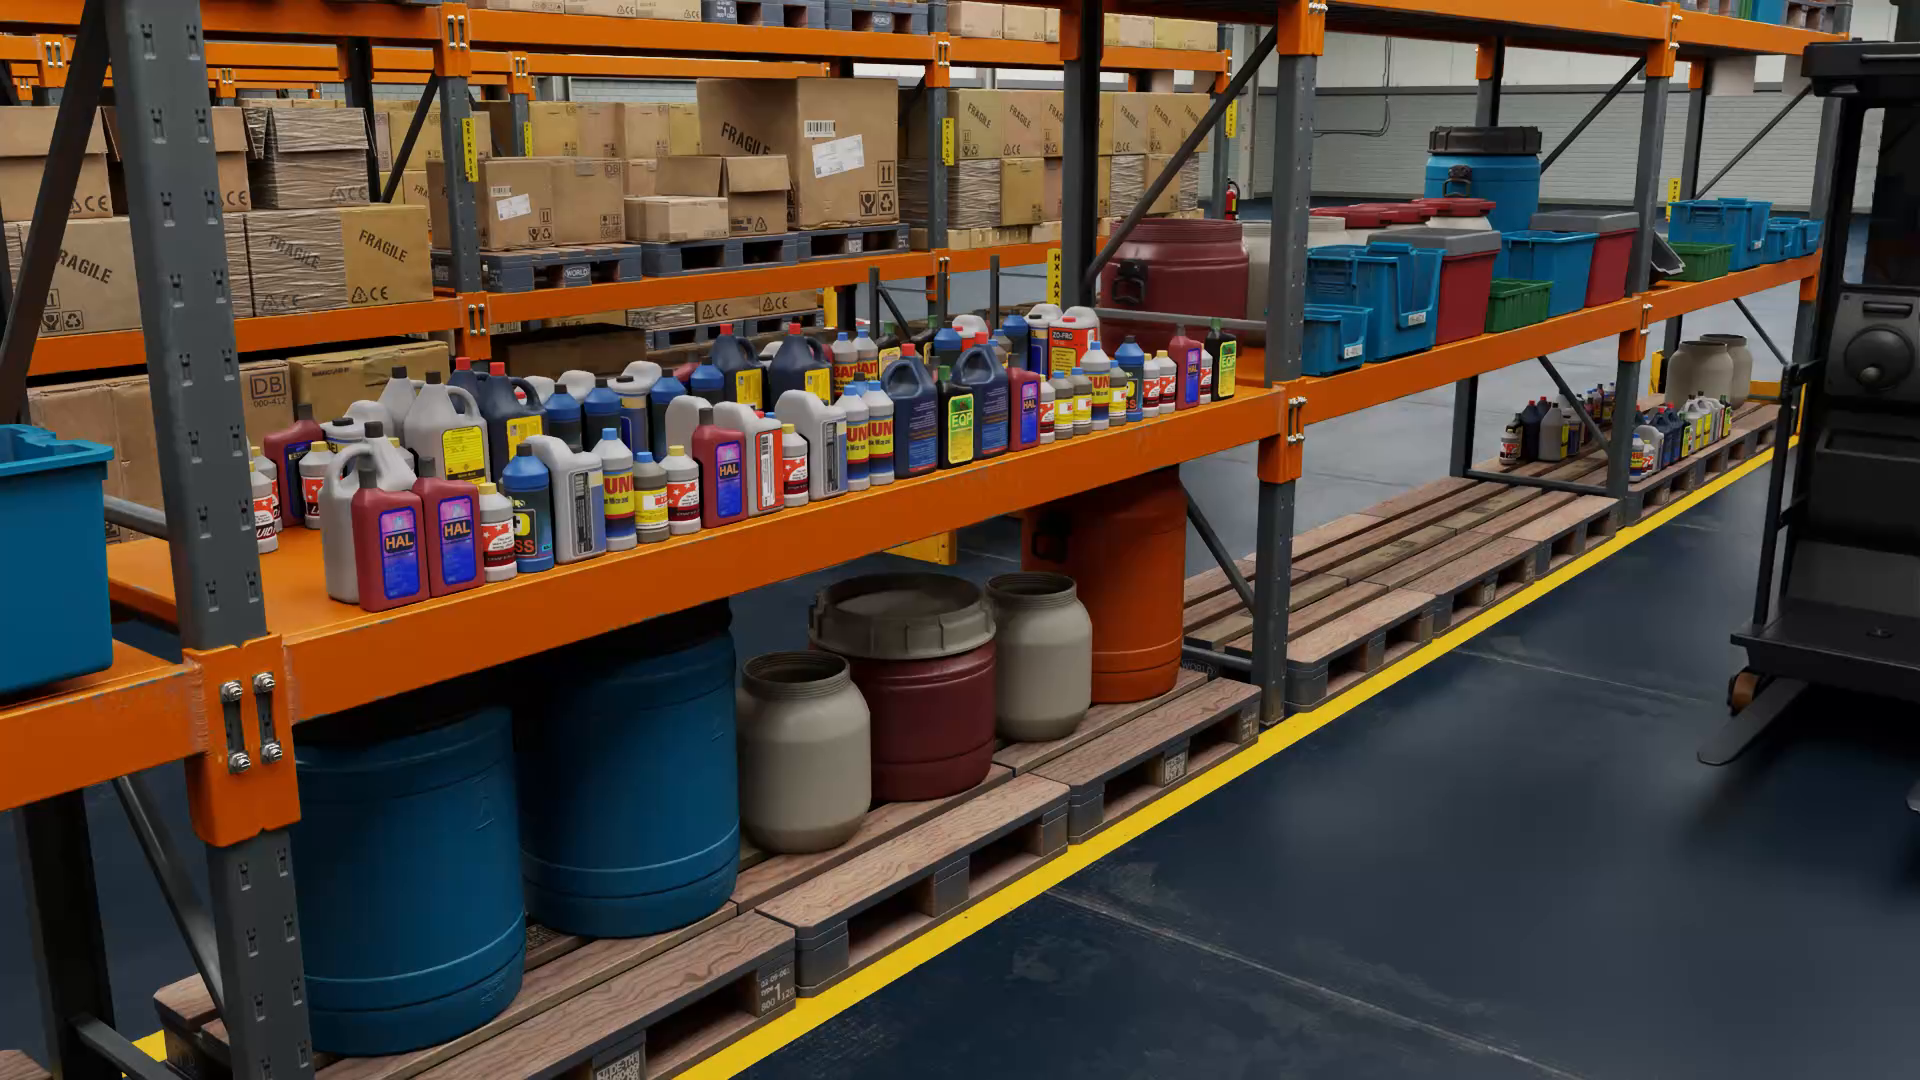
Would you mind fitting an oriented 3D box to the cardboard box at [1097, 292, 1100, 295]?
[{"bbox_3d":[1.589,-2.000,15.129,0.500,0.500,0.500,-12,18,-39],"label":"cardboard box"}]

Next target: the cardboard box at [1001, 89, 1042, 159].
[{"bbox_3d":[0.274,-3.179,12.708,0.500,0.500,0.500,11,18,38],"label":"cardboard box"}]

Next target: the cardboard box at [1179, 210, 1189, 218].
[{"bbox_3d":[1.819,-2.869,14.835,0.380,0.149,0.250,11,18,38],"label":"cardboard box"}]

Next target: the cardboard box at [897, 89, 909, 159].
[{"bbox_3d":[-0.450,-3.165,12.653,0.500,0.500,0.500,11,18,38],"label":"cardboard box"}]

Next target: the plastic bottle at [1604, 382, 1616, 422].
[{"bbox_3d":[4.465,-0.951,11.421,0.097,0.271,0.097,0,14,0],"label":"plastic bottle"}]

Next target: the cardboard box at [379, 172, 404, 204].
[{"bbox_3d":[-5.069,-2.860,14.085,0.500,0.500,0.500,11,18,38],"label":"cardboard box"}]

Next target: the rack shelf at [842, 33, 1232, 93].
[{"bbox_3d":[0.738,-3.847,13.545,1.077,0.370,4.000,11,18,38],"label":"rack shelf"}]

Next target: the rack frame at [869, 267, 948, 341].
[{"bbox_3d":[-0.266,-0.646,8.619,0.500,1.500,0.032,11,18,38],"label":"rack frame"}]

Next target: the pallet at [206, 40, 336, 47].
[{"bbox_3d":[-5.764,-4.089,13.416,1.003,0.211,1.213,12,19,40],"label":"pallet"}]

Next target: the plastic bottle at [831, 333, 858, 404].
[{"bbox_3d":[-0.379,-0.537,5.404,0.097,0.271,0.097,0,14,0],"label":"plastic bottle"}]

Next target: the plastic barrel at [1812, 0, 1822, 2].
[{"bbox_3d":[5.641,-4.112,11.398,0.600,0.830,0.708,11,18,38],"label":"plastic barrel"}]

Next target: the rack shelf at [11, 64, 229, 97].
[{"bbox_3d":[-9.484,-4.615,16.566,1.077,0.370,4.000,11,18,38],"label":"rack shelf"}]

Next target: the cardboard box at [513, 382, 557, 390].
[{"bbox_3d":[-2.628,-0.726,10.073,0.700,0.500,0.500,10,17,35],"label":"cardboard box"}]

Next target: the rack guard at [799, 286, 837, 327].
[{"bbox_3d":[-1.784,-2.705,18.757,1.175,0.500,0.348,11,18,38],"label":"rack guard"}]

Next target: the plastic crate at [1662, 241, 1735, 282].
[{"bbox_3d":[4.406,-1.706,10.178,0.450,0.188,0.662,11,18,38],"label":"plastic crate"}]

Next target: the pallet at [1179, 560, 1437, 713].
[{"bbox_3d":[1.336,0.382,7.189,1.003,0.211,1.213,11,18,38],"label":"pallet"}]

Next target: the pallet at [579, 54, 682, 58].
[{"bbox_3d":[-3.024,-4.945,16.583,1.003,0.211,1.213,11,18,38],"label":"pallet"}]

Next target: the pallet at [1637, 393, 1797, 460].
[{"bbox_3d":[5.321,-0.831,11.964,1.003,0.211,1.213,11,18,38],"label":"pallet"}]

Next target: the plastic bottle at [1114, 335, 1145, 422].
[{"bbox_3d":[0.543,-0.520,5.340,0.097,0.271,0.097,0,14,0],"label":"plastic bottle"}]

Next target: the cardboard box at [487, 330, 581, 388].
[{"bbox_3d":[-2.636,-1.091,9.987,0.500,0.250,0.500,12,19,40],"label":"cardboard box"}]

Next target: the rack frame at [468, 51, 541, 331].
[{"bbox_3d":[-4.314,-3.146,15.415,1.000,3.000,0.127,11,18,38],"label":"rack frame"}]

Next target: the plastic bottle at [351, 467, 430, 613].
[{"bbox_3d":[-1.133,-0.008,3.301,0.061,0.283,0.133,11,18,38],"label":"plastic bottle"}]

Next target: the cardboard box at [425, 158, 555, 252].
[{"bbox_3d":[-2.725,-1.955,9.670,0.500,0.500,0.500,9,17,31],"label":"cardboard box"}]

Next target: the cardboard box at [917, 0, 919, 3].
[{"bbox_3d":[-0.301,-4.078,12.485,0.380,0.149,0.250,12,18,38],"label":"cardboard box"}]

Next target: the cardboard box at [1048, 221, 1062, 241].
[{"bbox_3d":[0.616,-2.475,13.285,0.380,0.149,0.250,11,18,38],"label":"cardboard box"}]

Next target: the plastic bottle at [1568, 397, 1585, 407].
[{"bbox_3d":[3.943,-0.783,10.751,0.152,0.276,0.135,12,18,39],"label":"plastic bottle"}]

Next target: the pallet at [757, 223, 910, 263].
[{"bbox_3d":[-1.113,-2.142,11.854,1.003,0.211,1.213,11,18,38],"label":"pallet"}]

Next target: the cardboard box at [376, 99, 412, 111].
[{"bbox_3d":[-6.850,-4.921,19.564,0.700,0.500,0.500,11,18,37],"label":"cardboard box"}]

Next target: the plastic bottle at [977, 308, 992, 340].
[{"bbox_3d":[0.054,-0.681,5.950,0.061,0.283,0.133,11,18,38],"label":"plastic bottle"}]

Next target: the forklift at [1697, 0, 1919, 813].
[{"bbox_3d":[3.623,-0.723,6.015,1.130,2.935,3.031,12,18,38],"label":"forklift"}]

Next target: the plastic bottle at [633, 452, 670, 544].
[{"bbox_3d":[-0.722,-0.101,3.831,0.097,0.201,0.097,0,14,0],"label":"plastic bottle"}]

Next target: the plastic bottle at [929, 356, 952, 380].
[{"bbox_3d":[-0.050,-0.395,4.822,0.061,0.283,0.133,11,18,38],"label":"plastic bottle"}]

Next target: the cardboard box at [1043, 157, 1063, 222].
[{"bbox_3d":[0.389,-2.830,13.364,0.875,0.500,0.500,11,18,38],"label":"cardboard box"}]

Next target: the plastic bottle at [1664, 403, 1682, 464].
[{"bbox_3d":[4.282,-0.649,10.071,0.144,0.351,0.185,10,18,35],"label":"plastic bottle"}]

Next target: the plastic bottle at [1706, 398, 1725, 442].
[{"bbox_3d":[4.854,-0.788,10.772,0.152,0.276,0.135,11,18,38],"label":"plastic bottle"}]

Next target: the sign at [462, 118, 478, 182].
[{"bbox_3d":[-2.599,-2.069,8.824,0.100,0.325,0.005,11,18,38],"label":"sign"}]

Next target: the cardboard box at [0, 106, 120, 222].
[{"bbox_3d":[-4.334,-1.737,7.626,0.797,0.503,0.637,12,19,39],"label":"cardboard box"}]

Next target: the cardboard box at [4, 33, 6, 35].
[{"bbox_3d":[-9.524,-5.230,16.980,0.500,0.250,0.500,11,18,37],"label":"cardboard box"}]

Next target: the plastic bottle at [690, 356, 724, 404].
[{"bbox_3d":[-0.739,-0.403,4.879,0.097,0.271,0.097,0,14,0],"label":"plastic bottle"}]

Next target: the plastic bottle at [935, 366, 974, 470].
[{"bbox_3d":[-0.022,-0.347,4.633,0.061,0.283,0.133,11,18,38],"label":"plastic bottle"}]

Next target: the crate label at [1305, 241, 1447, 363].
[{"bbox_3d":[1.654,-0.992,6.865,0.502,0.435,0.616,11,18,38],"label":"crate label"}]

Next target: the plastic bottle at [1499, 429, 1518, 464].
[{"bbox_3d":[3.319,-0.567,10.054,0.097,0.201,0.097,0,14,0],"label":"plastic bottle"}]

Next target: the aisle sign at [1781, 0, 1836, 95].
[{"bbox_3d":[6.123,-3.587,11.869,0.394,0.787,0.004,11,18,38],"label":"aisle sign"}]

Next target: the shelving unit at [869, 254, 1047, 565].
[{"bbox_3d":[0.048,-0.742,8.996,0.587,1.500,1.083,11,18,38],"label":"shelving unit"}]

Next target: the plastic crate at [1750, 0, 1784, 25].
[{"bbox_3d":[4.883,-3.393,10.328,0.392,0.384,0.575,11,18,38],"label":"plastic crate"}]

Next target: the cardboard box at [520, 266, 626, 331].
[{"bbox_3d":[-3.864,-2.430,16.057,0.875,0.875,0.875,12,18,38],"label":"cardboard box"}]

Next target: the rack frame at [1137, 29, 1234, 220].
[{"bbox_3d":[1.995,-3.125,15.333,1.000,3.000,0.127,11,18,38],"label":"rack frame"}]

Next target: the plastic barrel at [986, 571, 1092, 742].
[{"bbox_3d":[0.240,0.394,5.680,0.421,0.512,0.421,0,14,0],"label":"plastic barrel"}]

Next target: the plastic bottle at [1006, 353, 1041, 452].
[{"bbox_3d":[0.178,-0.408,4.873,0.061,0.283,0.133,11,18,38],"label":"plastic bottle"}]

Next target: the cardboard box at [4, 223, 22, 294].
[{"bbox_3d":[-4.434,-1.117,7.226,0.500,0.500,0.500,11,18,36],"label":"cardboard box"}]

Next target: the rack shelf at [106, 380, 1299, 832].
[{"bbox_3d":[-0.438,-0.095,4.866,1.077,0.370,4.000,11,18,38],"label":"rack shelf"}]

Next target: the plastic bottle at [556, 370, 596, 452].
[{"bbox_3d":[-1.067,-0.318,4.536,0.152,0.276,0.135,11,18,38],"label":"plastic bottle"}]

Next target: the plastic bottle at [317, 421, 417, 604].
[{"bbox_3d":[-1.196,-0.062,3.374,0.144,0.351,0.185,11,18,38],"label":"plastic bottle"}]

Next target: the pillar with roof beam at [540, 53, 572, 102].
[{"bbox_3d":[-3.595,-8.823,25.577,9.100,9.000,0.400,11,18,38],"label":"pillar with roof beam"}]

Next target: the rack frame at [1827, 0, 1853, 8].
[{"bbox_3d":[5.847,-5.266,11.577,1.000,3.000,0.127,11,18,38],"label":"rack frame"}]

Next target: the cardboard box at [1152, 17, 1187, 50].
[{"bbox_3d":[1.578,-4.279,14.086,0.500,0.250,0.500,11,18,38],"label":"cardboard box"}]

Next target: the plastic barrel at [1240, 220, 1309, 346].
[{"bbox_3d":[1.300,-1.111,7.177,0.421,0.512,0.421,0,14,0],"label":"plastic barrel"}]

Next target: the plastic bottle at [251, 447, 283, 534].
[{"bbox_3d":[-1.647,-0.116,3.892,0.097,0.201,0.097,0,14,0],"label":"plastic bottle"}]
